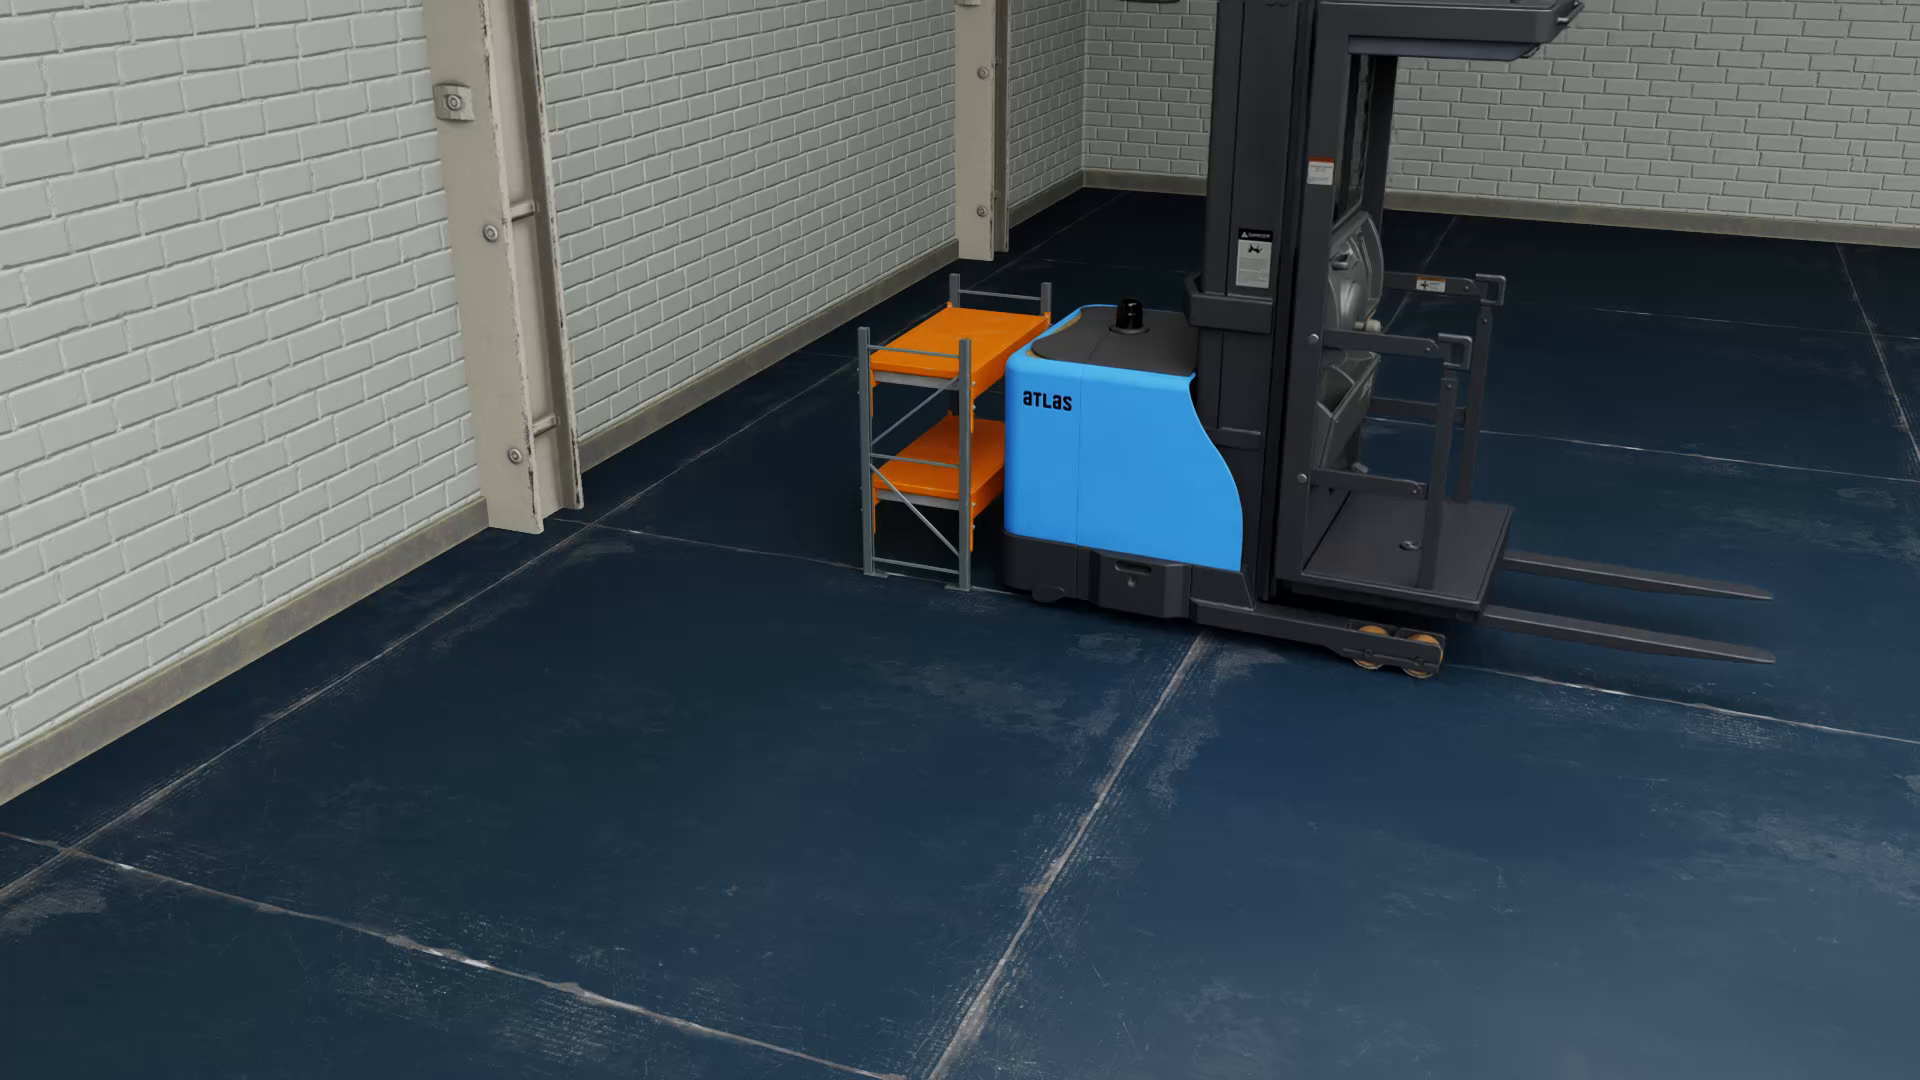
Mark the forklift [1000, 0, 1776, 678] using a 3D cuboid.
[{"bbox_3d":[1.735,-1.049,6.459,3.031,2.935,1.130,10,24,22],"label":"forklift"}]

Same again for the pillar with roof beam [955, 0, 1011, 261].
[{"bbox_3d":[4.171,-5.802,9.965,9.100,9.000,0.400,9,24,20],"label":"pillar with roof beam"}]

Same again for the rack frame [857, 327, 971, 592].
[{"bbox_3d":[-0.191,-0.335,7.092,0.500,1.125,0.032,9,24,20],"label":"rack frame"}]

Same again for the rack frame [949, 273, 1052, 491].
[{"bbox_3d":[0.186,-0.699,7.963,0.500,1.125,0.032,9,24,20],"label":"rack frame"}]

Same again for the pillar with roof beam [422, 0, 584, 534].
[{"bbox_3d":[1.942,-3.655,4.825,9.100,9.000,0.400,9,24,20],"label":"pillar with roof beam"}]

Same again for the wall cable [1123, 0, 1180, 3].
[{"bbox_3d":[2.496,-5.851,14.110,3.097,2.526,0.112,9,24,20],"label":"wall cable"}]

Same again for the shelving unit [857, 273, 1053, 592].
[{"bbox_3d":[-0.003,-0.517,7.527,0.538,1.125,1.048,9,24,20],"label":"shelving unit"}]

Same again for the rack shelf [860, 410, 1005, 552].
[{"bbox_3d":[-0.003,-0.291,7.622,0.538,0.278,1.000,9,24,20],"label":"rack shelf"}]

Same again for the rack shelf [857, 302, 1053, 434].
[{"bbox_3d":[-0.003,-0.787,7.415,0.538,0.278,1.000,9,24,20],"label":"rack shelf"}]
